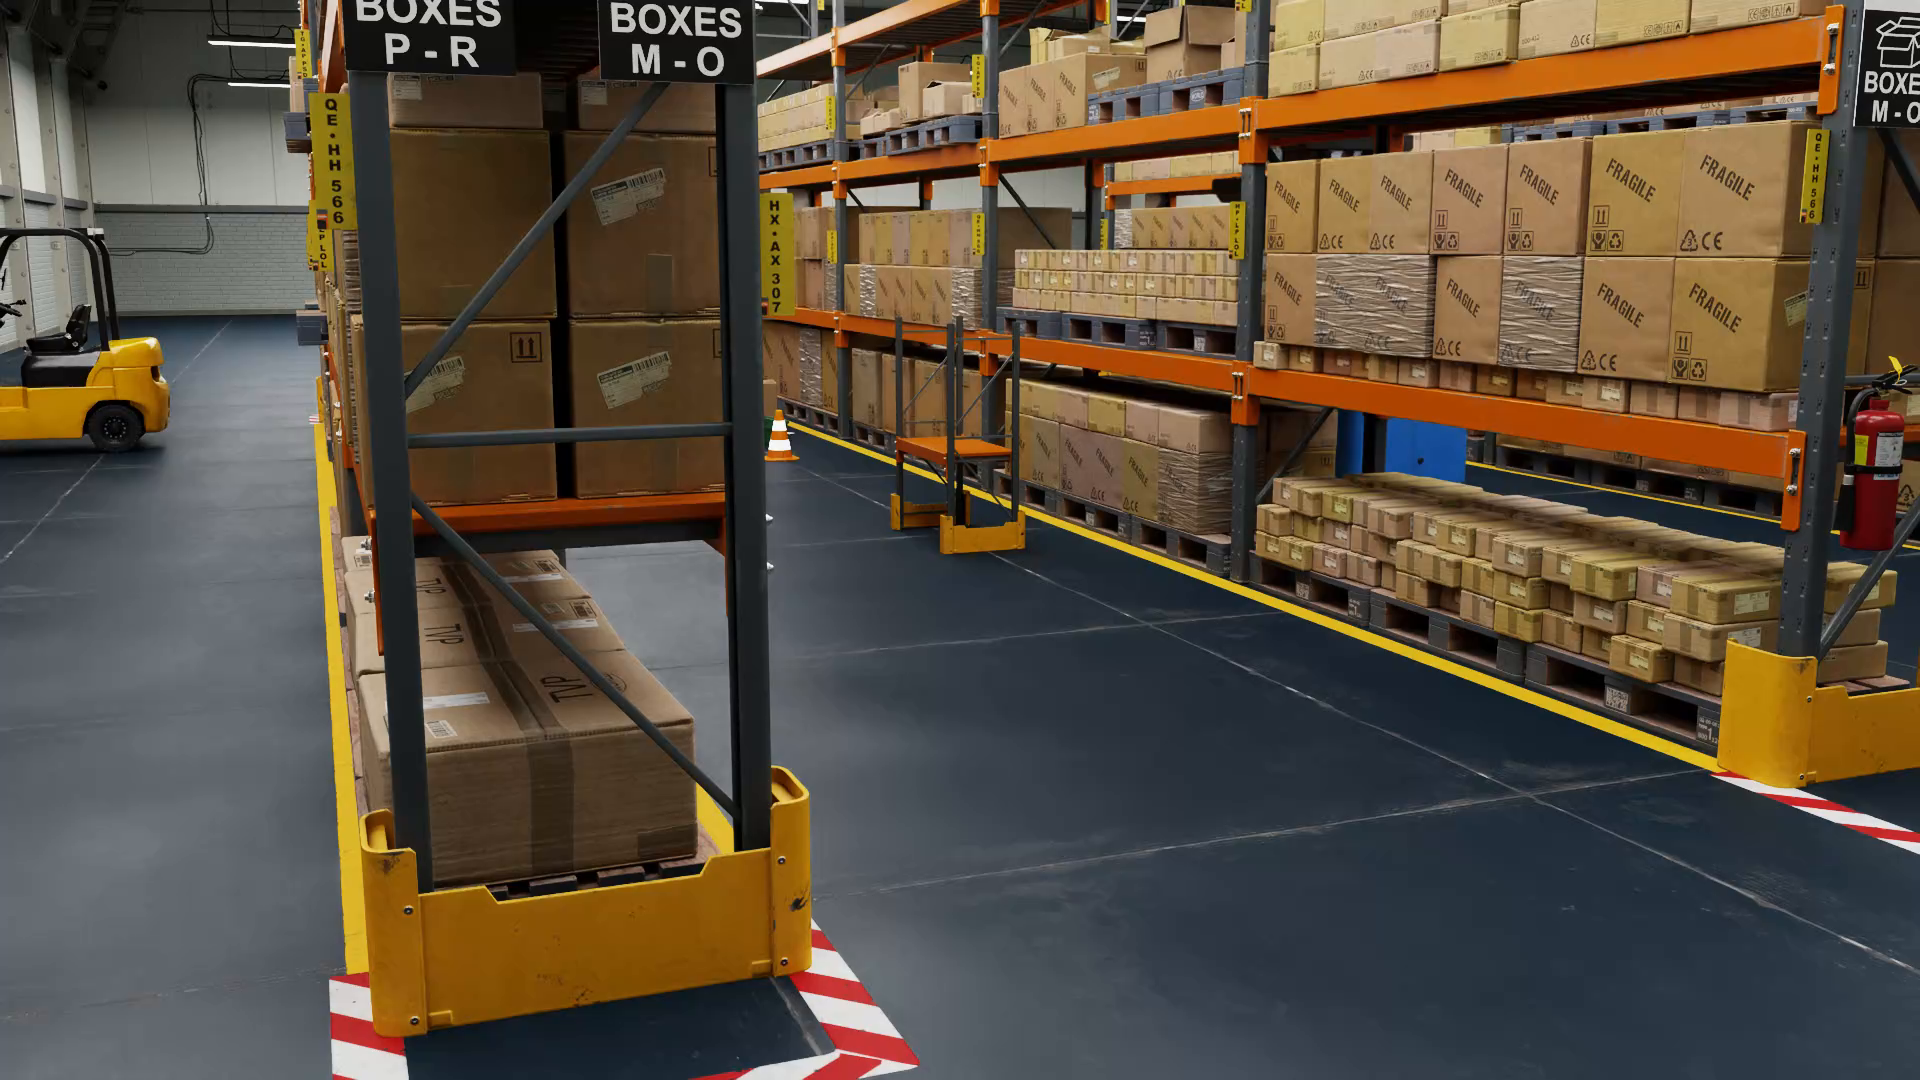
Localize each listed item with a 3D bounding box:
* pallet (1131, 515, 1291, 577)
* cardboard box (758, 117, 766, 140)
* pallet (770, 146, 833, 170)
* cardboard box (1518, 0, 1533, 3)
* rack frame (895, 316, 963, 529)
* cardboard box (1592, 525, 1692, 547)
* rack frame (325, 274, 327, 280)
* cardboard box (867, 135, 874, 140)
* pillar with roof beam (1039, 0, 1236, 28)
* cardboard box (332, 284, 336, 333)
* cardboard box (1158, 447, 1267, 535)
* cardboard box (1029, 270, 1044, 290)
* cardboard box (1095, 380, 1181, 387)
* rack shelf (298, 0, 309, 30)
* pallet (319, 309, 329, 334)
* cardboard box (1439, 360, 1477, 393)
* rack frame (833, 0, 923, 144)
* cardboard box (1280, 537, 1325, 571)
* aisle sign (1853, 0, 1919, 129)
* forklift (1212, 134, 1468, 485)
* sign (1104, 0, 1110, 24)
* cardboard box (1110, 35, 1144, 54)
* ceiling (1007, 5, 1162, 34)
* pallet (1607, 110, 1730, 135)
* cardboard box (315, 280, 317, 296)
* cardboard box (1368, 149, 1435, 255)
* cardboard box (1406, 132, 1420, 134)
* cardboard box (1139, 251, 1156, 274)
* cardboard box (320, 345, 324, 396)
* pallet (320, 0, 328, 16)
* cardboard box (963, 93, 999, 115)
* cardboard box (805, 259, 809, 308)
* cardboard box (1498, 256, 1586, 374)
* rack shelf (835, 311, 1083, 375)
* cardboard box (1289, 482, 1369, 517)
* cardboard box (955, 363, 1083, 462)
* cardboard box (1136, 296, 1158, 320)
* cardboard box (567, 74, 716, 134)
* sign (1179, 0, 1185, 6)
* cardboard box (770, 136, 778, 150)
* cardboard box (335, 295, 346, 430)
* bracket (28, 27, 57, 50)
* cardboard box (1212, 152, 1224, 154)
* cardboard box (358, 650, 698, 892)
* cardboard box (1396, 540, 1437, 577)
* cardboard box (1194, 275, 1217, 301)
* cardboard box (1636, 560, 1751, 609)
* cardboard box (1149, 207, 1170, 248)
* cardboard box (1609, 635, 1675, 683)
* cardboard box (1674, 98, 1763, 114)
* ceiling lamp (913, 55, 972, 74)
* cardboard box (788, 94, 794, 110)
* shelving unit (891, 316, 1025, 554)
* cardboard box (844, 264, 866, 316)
[{"bbox_3d":[1.830,-0.005,10.848,1.003,0.211,1.213,-4,11,-21],"label":"pallet"},{"bbox_3d":[-2.114,-4.838,19.580,0.500,0.250,0.500,-4,11,-22],"label":"cardboard box"},{"bbox_3d":[-1.511,-4.323,18.848,1.003,0.211,1.213,-4,11,-21],"label":"pallet"},{"bbox_3d":[2.789,-2.474,7.197,0.500,0.250,0.500,-4,11,-20],"label":"cardboard box"},{"bbox_3d":[-0.215,-0.835,11.834,0.500,1.500,0.032,-4,11,-21],"label":"rack frame"},{"bbox_3d":[3.247,0.031,7.925,0.380,0.149,0.250,-3,11,-19],"label":"cardboard box"},{"bbox_3d":[-3.913,-1.574,11.701,1.000,3.000,0.127,-4,11,-21],"label":"rack frame"},{"bbox_3d":[-0.786,-4.330,17.866,0.380,0.149,0.250,-4,11,-21],"label":"cardboard box"},{"bbox_3d":[4.625,-10.990,47.508,9.100,9.000,0.548,-4,11,-21],"label":"pillar with roof beam"},{"bbox_3d":[-3.038,-1.231,8.774,0.500,0.250,0.500,-4,11,-20],"label":"cardboard box"},{"bbox_3d":[1.610,-0.332,10.661,0.500,0.500,0.500,-4,11,-22],"label":"cardboard box"},{"bbox_3d":[0.752,-1.998,12.756,0.380,0.149,0.250,-3,11,-18],"label":"cardboard box"},{"bbox_3d":[1.349,-1.073,12.683,0.500,0.250,0.500,-4,11,-20],"label":"cardboard box"},{"bbox_3d":[-4.638,-4.303,13.109,1.077,0.370,4.000,-4,11,-21],"label":"rack shelf"},{"bbox_3d":[-4.669,-1.800,13.520,1.003,0.211,1.213,-4,11,-21],"label":"pallet"},{"bbox_3d":[2.574,-0.808,8.114,0.380,0.149,0.250,-3,11,-19],"label":"cardboard box"},{"bbox_3d":[-0.786,-5.511,16.705,1.000,3.000,0.127,-4,11,-21],"label":"rack frame"},{"bbox_3d":[2.042,0.069,9.409,0.380,0.149,0.250,-4,11,-19],"label":"cardboard box"},{"bbox_3d":[3.310,-1.847,5.817,0.394,0.787,0.004,-4,11,-21],"label":"aisle sign"},{"bbox_3d":[2.616,-1.749,12.884,1.130,2.935,3.031,-4,11,-22],"label":"forklift"},{"bbox_3d":[1.918,-6.926,21.770,0.100,0.325,0.005,-4,11,-21],"label":"sign"},{"bbox_3d":[1.252,-3.675,12.478,0.396,0.266,0.258,-4,11,-21],"label":"cardboard box"},{"bbox_3d":[5.362,-16.596,53.329,6.000,0.001,6.000,-4,11,-21],"label":"ceiling"},{"bbox_3d":[6.014,-3.302,13.394,1.003,0.211,1.213,-3,11,-18],"label":"pallet"},{"bbox_3d":[-6.708,-2.896,18.000,0.500,0.500,0.500,-4,11,-19],"label":"cardboard box"},{"bbox_3d":[2.405,-1.682,8.322,0.500,0.500,0.500,-4,11,-20],"label":"cardboard box"},{"bbox_3d":[4.556,-4.201,16.197,0.500,0.500,0.500,-4,11,-20],"label":"cardboard box"},{"bbox_3d":[1.415,-1.850,11.073,0.380,0.149,0.250,-4,11,-23],"label":"cardboard box"},{"bbox_3d":[-6.401,-1.781,17.379,0.500,0.500,0.500,-4,11,-20],"label":"cardboard box"},{"bbox_3d":[-1.739,-2.021,5.904,1.003,0.211,1.213,-4,11,-21],"label":"pallet"},{"bbox_3d":[0.242,-3.606,13.743,0.380,0.166,0.250,-4,11,-21],"label":"cardboard box"},{"bbox_3d":[-1.237,-2.874,18.586,0.875,0.550,0.550,-4,11,-21],"label":"cardboard box"},{"bbox_3d":[2.786,-1.018,7.441,0.500,0.500,0.500,-4,11,-21],"label":"cardboard box"},{"bbox_3d":[-0.061,-1.876,15.458,1.077,0.370,4.000,-4,11,-21],"label":"rack shelf"},{"bbox_3d":[2.090,-0.229,9.386,0.380,0.149,0.250,-3,11,-18],"label":"cardboard box"},{"bbox_3d":[0.527,-1.108,14.311,1.050,0.750,0.750,-4,11,-22],"label":"cardboard box"},{"bbox_3d":[1.405,-1.556,11.119,0.380,0.149,0.250,-4,11,-23],"label":"cardboard box"},{"bbox_3d":[-0.885,-1.204,4.632,0.380,0.149,0.250,-4,11,-20],"label":"cardboard box"},{"bbox_3d":[2.949,-7.032,22.136,0.100,0.325,0.005,-4,11,-21],"label":"sign"},{"bbox_3d":[-1.953,-4.537,19.028,0.380,0.149,0.250,-4,11,-21],"label":"cardboard box"},{"bbox_3d":[-2.185,-0.713,6.576,0.500,0.500,0.500,-4,11,-21],"label":"cardboard box"},{"bbox_3d":[-19.307,-10.570,34.871,0.076,0.066,4.783,-4,11,-21],"label":"bracket"},{"bbox_3d":[3.179,-4.618,19.539,0.380,0.149,0.250,-4,11,-23],"label":"cardboard box"},{"bbox_3d":[-1.347,0.686,5.118,0.875,0.438,0.875,-4,11,-23],"label":"cardboard box"},{"bbox_3d":[2.449,0.088,8.455,0.380,0.149,0.250,-4,11,-21],"label":"cardboard box"},{"bbox_3d":[1.688,-1.576,10.385,0.380,0.149,0.250,-4,11,-21],"label":"cardboard box"},{"bbox_3d":[3.097,0.191,7.026,0.380,0.149,0.250,-4,11,-20],"label":"cardboard box"},{"bbox_3d":[2.727,-3.926,20.934,0.500,0.500,0.500,-4,11,-21],"label":"cardboard box"},{"bbox_3d":[2.990,0.490,7.040,0.380,0.149,0.250,-4,11,-19],"label":"cardboard box"},{"bbox_3d":[6.083,-3.605,13.061,0.797,0.503,0.637,-4,11,-22],"label":"cardboard box"},{"bbox_3d":[-0.300,-12.218,37.744,2.000,3.185,0.800,-4,11,-21],"label":"ceiling lamp"},{"bbox_3d":[-1.672,-4.804,18.255,0.380,0.149,0.250,-4,11,-22],"label":"cardboard box"},{"bbox_3d":[-0.028,-0.751,11.359,0.587,1.500,1.083,-4,11,-21],"label":"shelving unit"},{"bbox_3d":[-0.846,-2.503,16.643,0.500,0.500,0.500,-4,11,-20],"label":"cardboard box"}]
